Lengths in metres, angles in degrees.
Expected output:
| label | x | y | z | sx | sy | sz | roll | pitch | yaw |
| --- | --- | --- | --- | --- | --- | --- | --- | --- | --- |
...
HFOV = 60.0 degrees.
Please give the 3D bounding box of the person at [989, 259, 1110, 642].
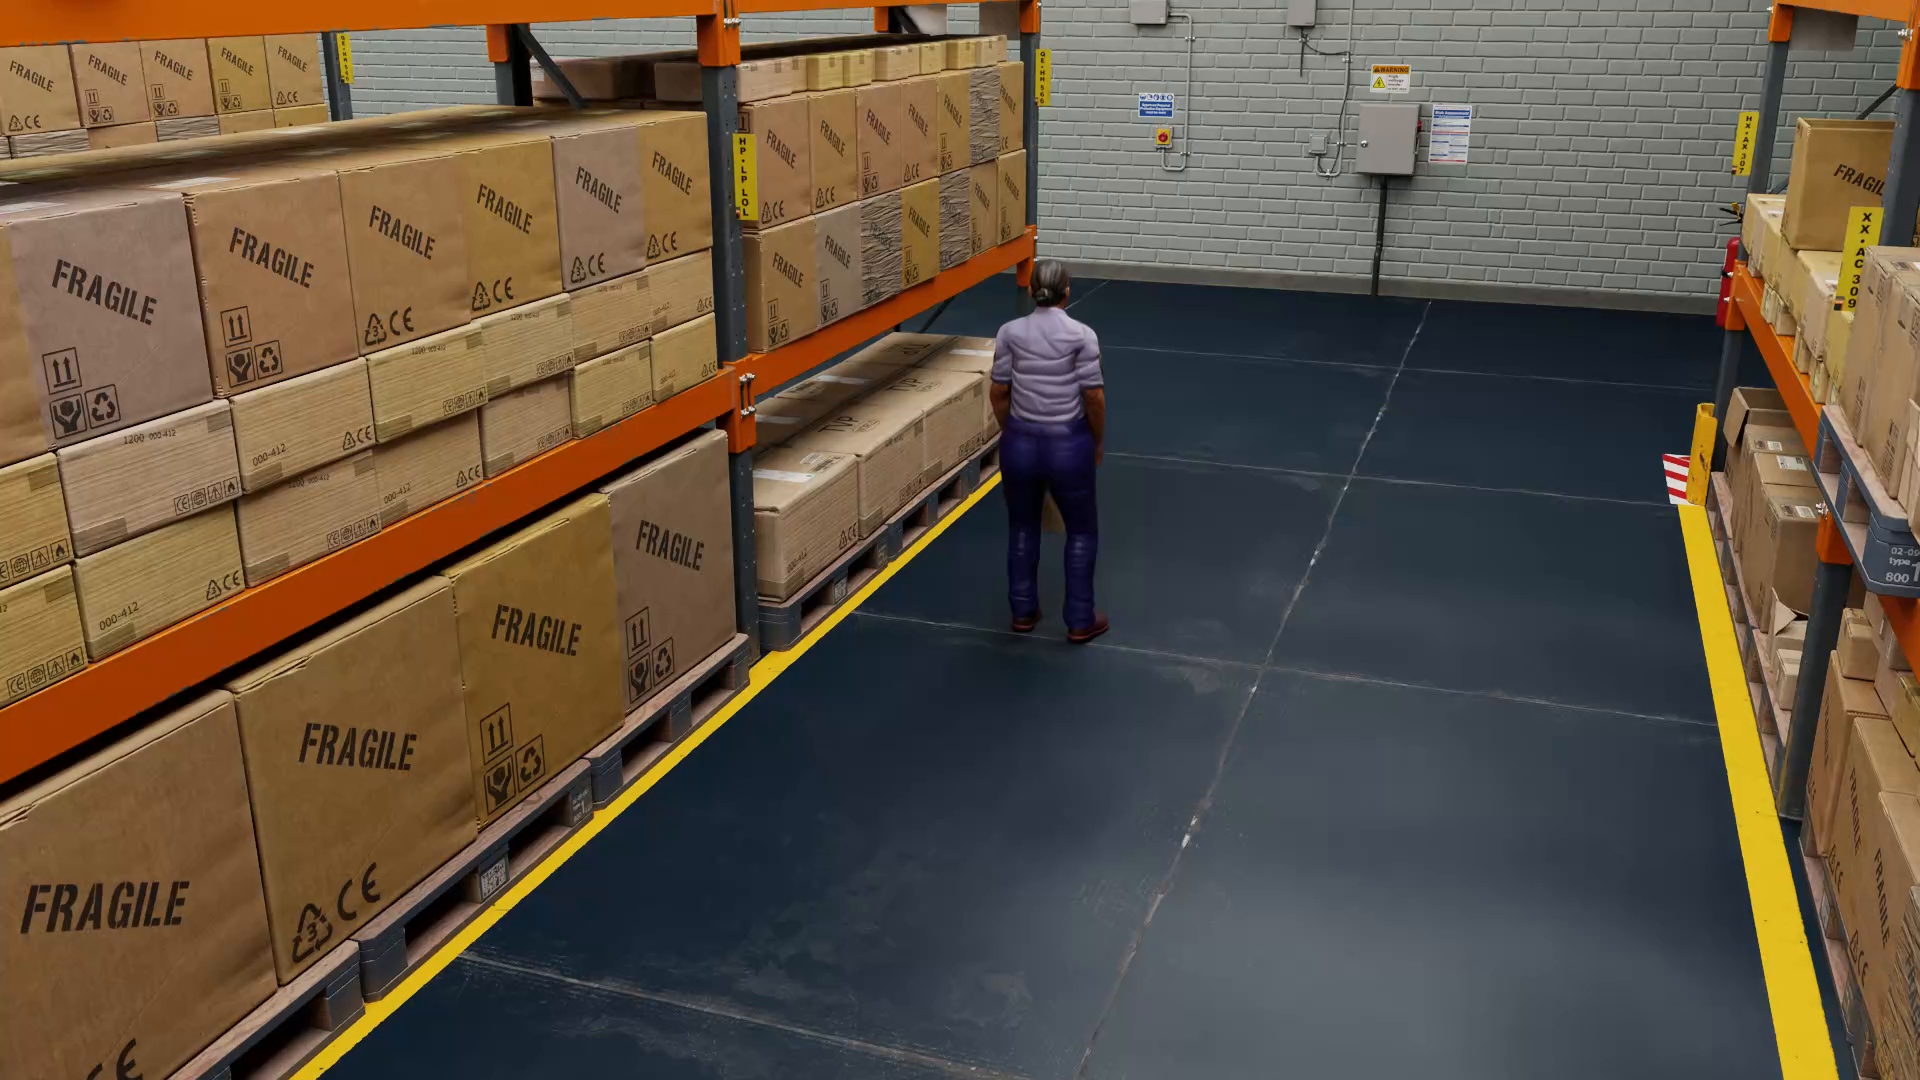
| label | x | y | z | sx | sy | sz | roll | pitch | yaw |
| --- | --- | --- | --- | --- | --- | --- | --- | --- | --- |
| person | 0.395 | -0.384 | 7.196 | 0.524 | 1.655 | 0.421 | 6 | 20 | 17 |
